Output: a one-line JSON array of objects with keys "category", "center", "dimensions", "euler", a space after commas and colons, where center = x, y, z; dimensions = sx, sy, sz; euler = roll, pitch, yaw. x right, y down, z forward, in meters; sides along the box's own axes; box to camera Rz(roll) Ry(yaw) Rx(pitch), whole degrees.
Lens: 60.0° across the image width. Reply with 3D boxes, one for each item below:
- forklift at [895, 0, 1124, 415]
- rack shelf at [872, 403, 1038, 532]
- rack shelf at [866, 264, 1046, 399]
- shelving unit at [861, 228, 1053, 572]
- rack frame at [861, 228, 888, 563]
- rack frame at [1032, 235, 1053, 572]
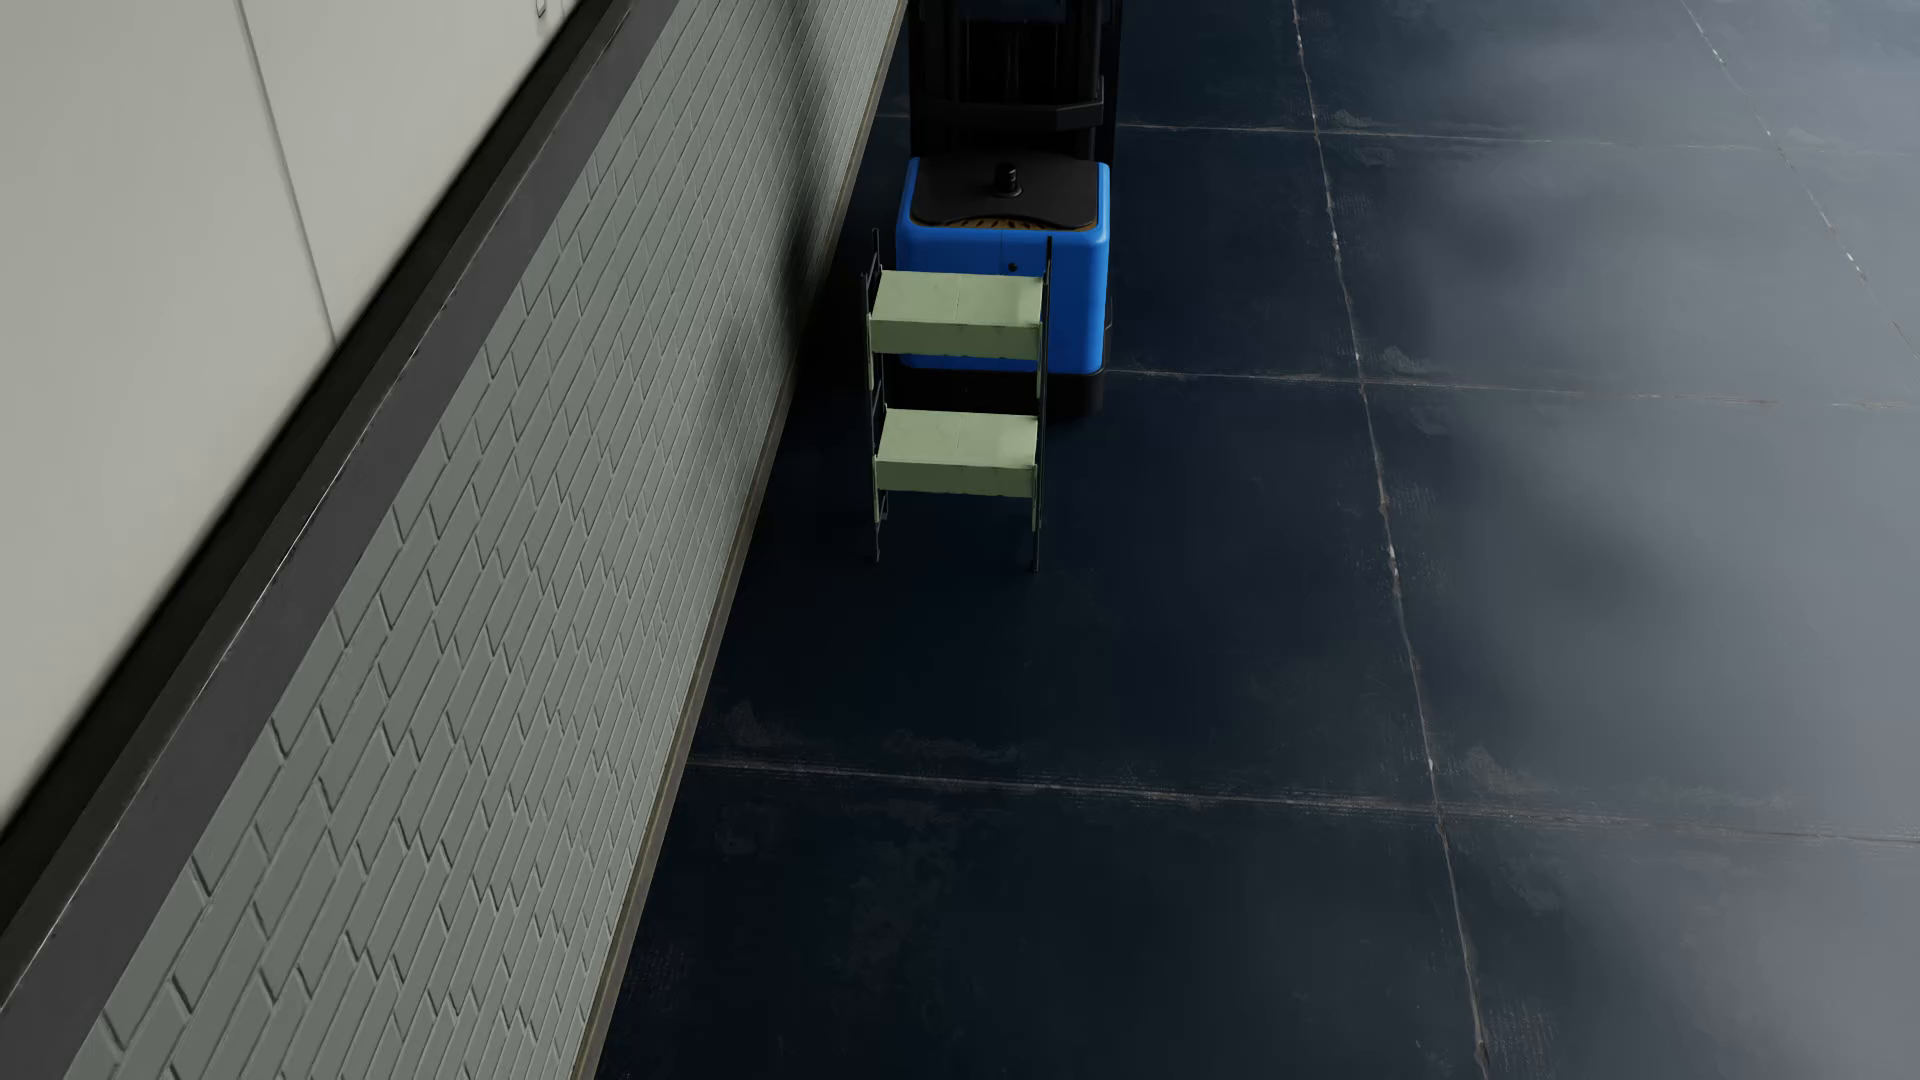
[{"category": "forklift", "center": [0.296, -2.683, 8.724], "dimensions": [1.130, 2.935, 3.031], "euler": [2, 39, 3]}, {"category": "rack shelf", "center": [-0.007, -0.329, 7.483], "dimensions": [0.720, 0.370, 0.431], "euler": [3, 39, 4]}, {"category": "rack shelf", "center": [-0.007, -0.885, 7.031], "dimensions": [0.720, 0.370, 0.431], "euler": [3, 39, 4]}, {"category": "shelving unit", "center": [-0.007, -0.582, 7.277], "dimensions": [0.755, 1.500, 0.431], "euler": [3, 39, 4]}, {"category": "rack frame", "center": [-0.371, -0.602, 7.301], "dimensions": [0.023, 1.500, 0.400], "euler": [3, 39, 4]}, {"category": "rack frame", "center": [0.358, -0.562, 7.252], "dimensions": [0.023, 1.500, 0.400], "euler": [3, 39, 4]}]
